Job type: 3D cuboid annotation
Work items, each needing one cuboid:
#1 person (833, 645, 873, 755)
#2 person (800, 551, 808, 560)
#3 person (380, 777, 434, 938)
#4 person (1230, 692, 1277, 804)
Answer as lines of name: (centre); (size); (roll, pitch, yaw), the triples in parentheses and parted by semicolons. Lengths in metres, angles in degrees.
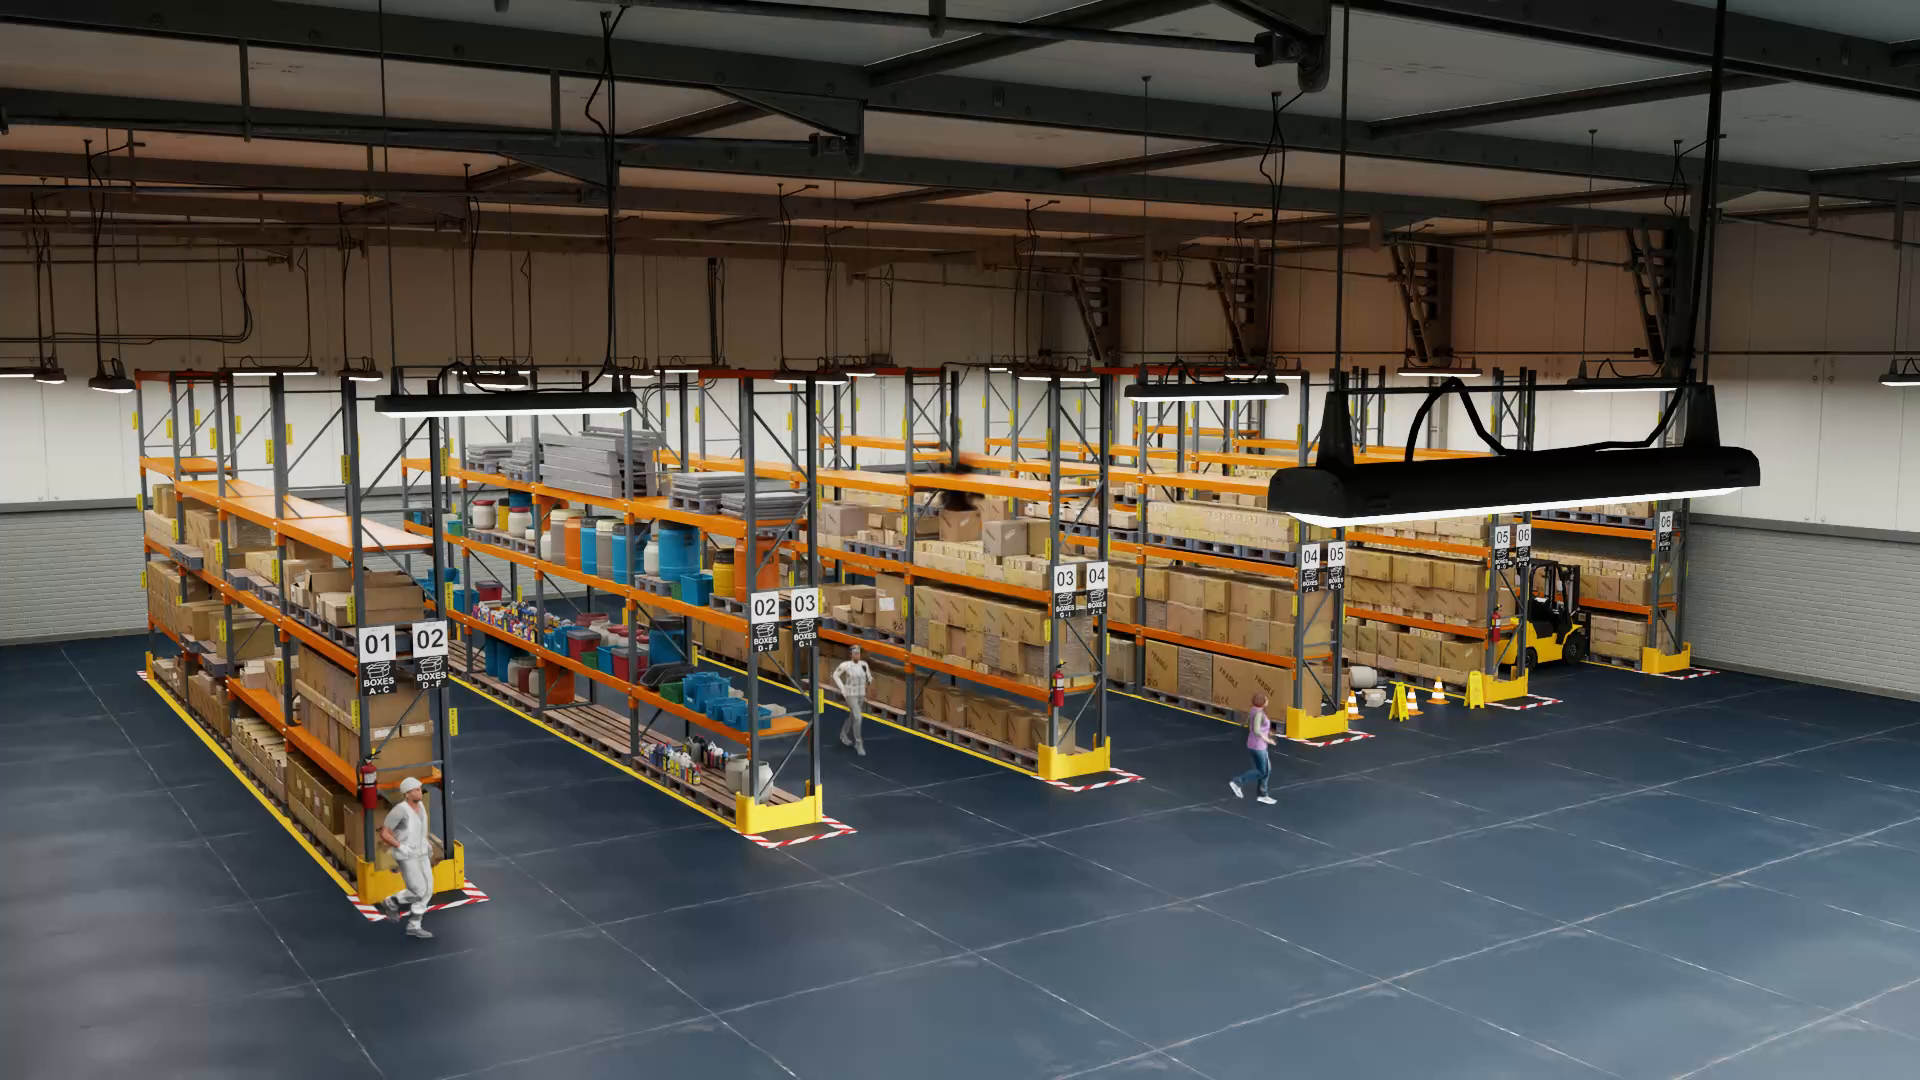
person: (-1.669, 2.510, 26.496); (0.584, 1.754, 0.760); (-5, 8, -38)
person: (-3.976, 0.886, 41.584); (0.717, 1.565, 0.604); (-6, 9, -44)
person: (-6.011, 3.440, 18.096); (0.577, 1.756, 0.700); (2, 7, 17)
person: (4.132, 2.923, 23.385); (0.668, 1.594, 0.566); (0, 6, 4)
